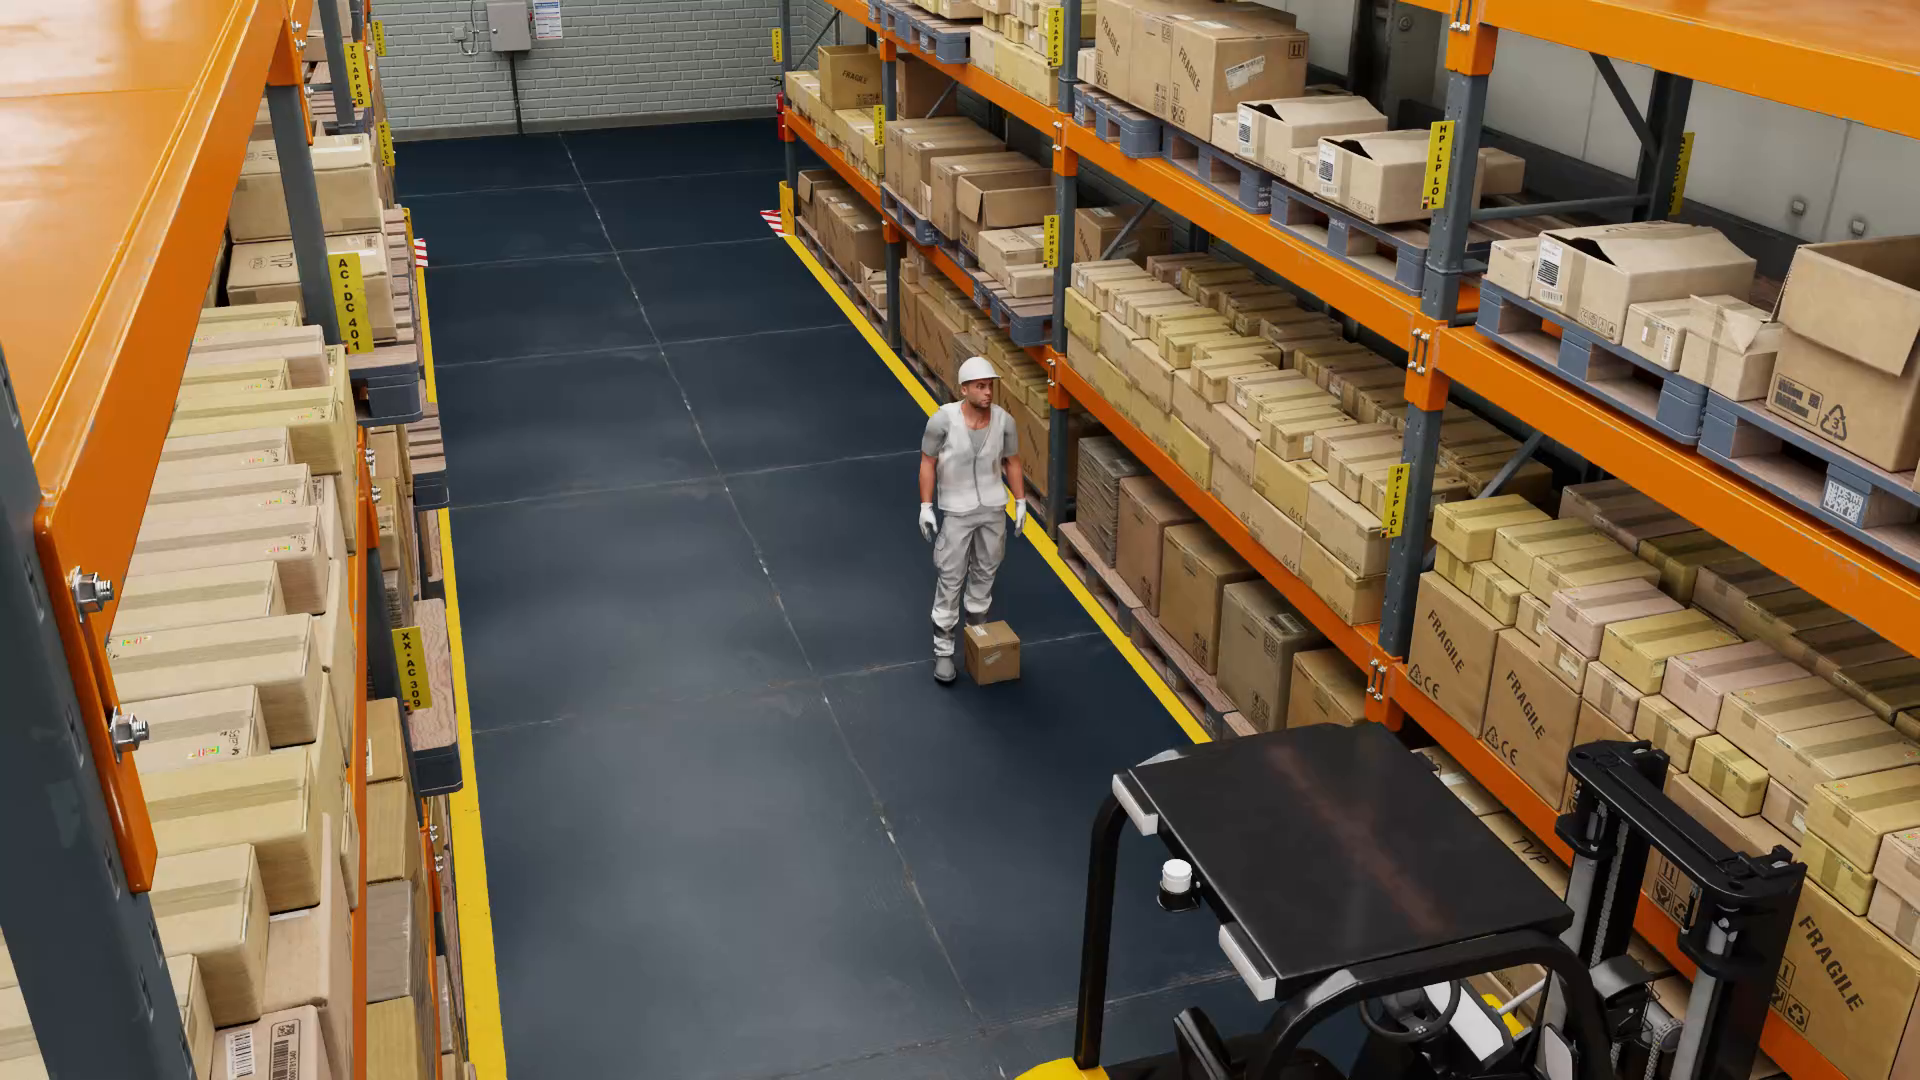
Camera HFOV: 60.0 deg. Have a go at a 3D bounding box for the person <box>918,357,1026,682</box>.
[{"bbox_3d":[0.090,-0.129,9.329,0.638,1.787,0.564,-8,27,-16],"label":"person"}]
